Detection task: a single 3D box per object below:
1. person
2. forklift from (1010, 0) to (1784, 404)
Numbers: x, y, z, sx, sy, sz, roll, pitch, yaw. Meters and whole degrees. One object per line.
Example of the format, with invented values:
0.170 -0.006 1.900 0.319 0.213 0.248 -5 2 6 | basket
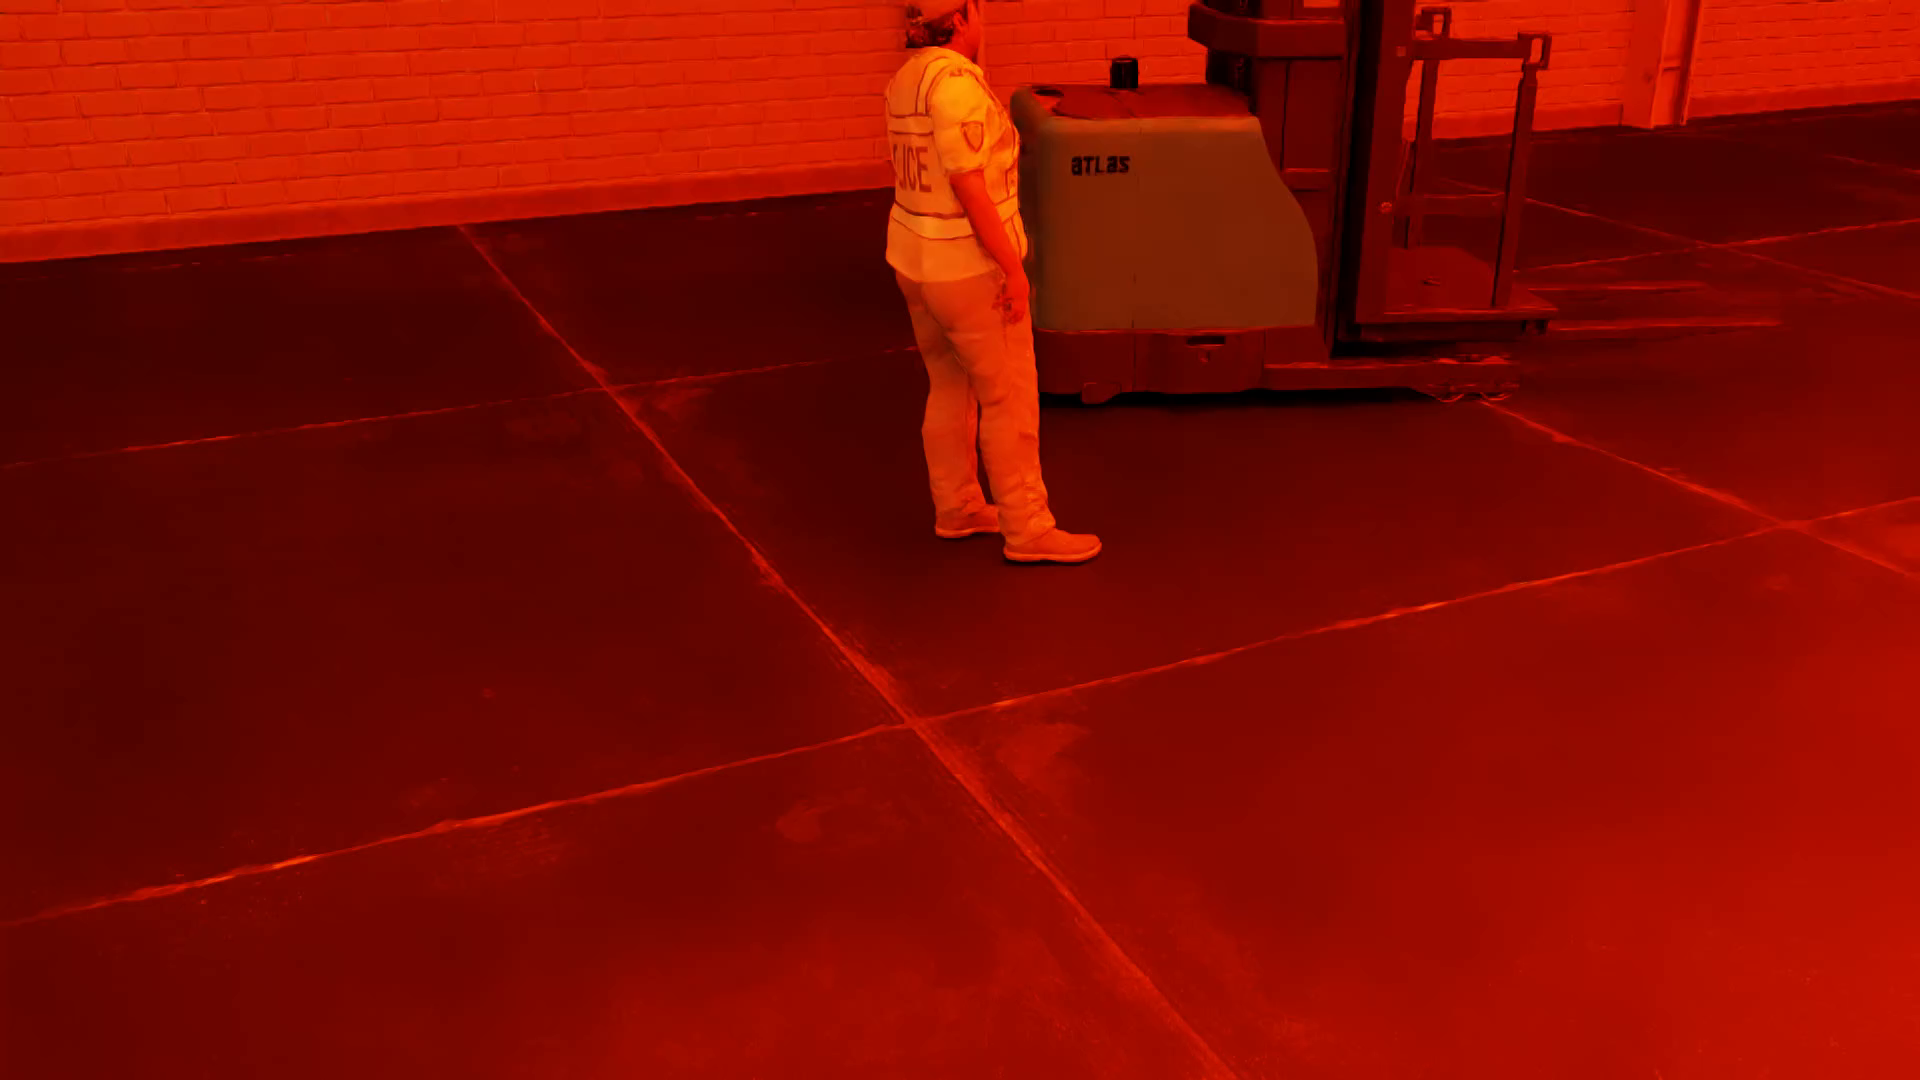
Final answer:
0.079 -0.781 4.795 0.529 1.669 0.598 -10 25 -23 | person
1.736 -2.084 6.303 3.031 2.935 1.130 -2 23 -5 | forklift
